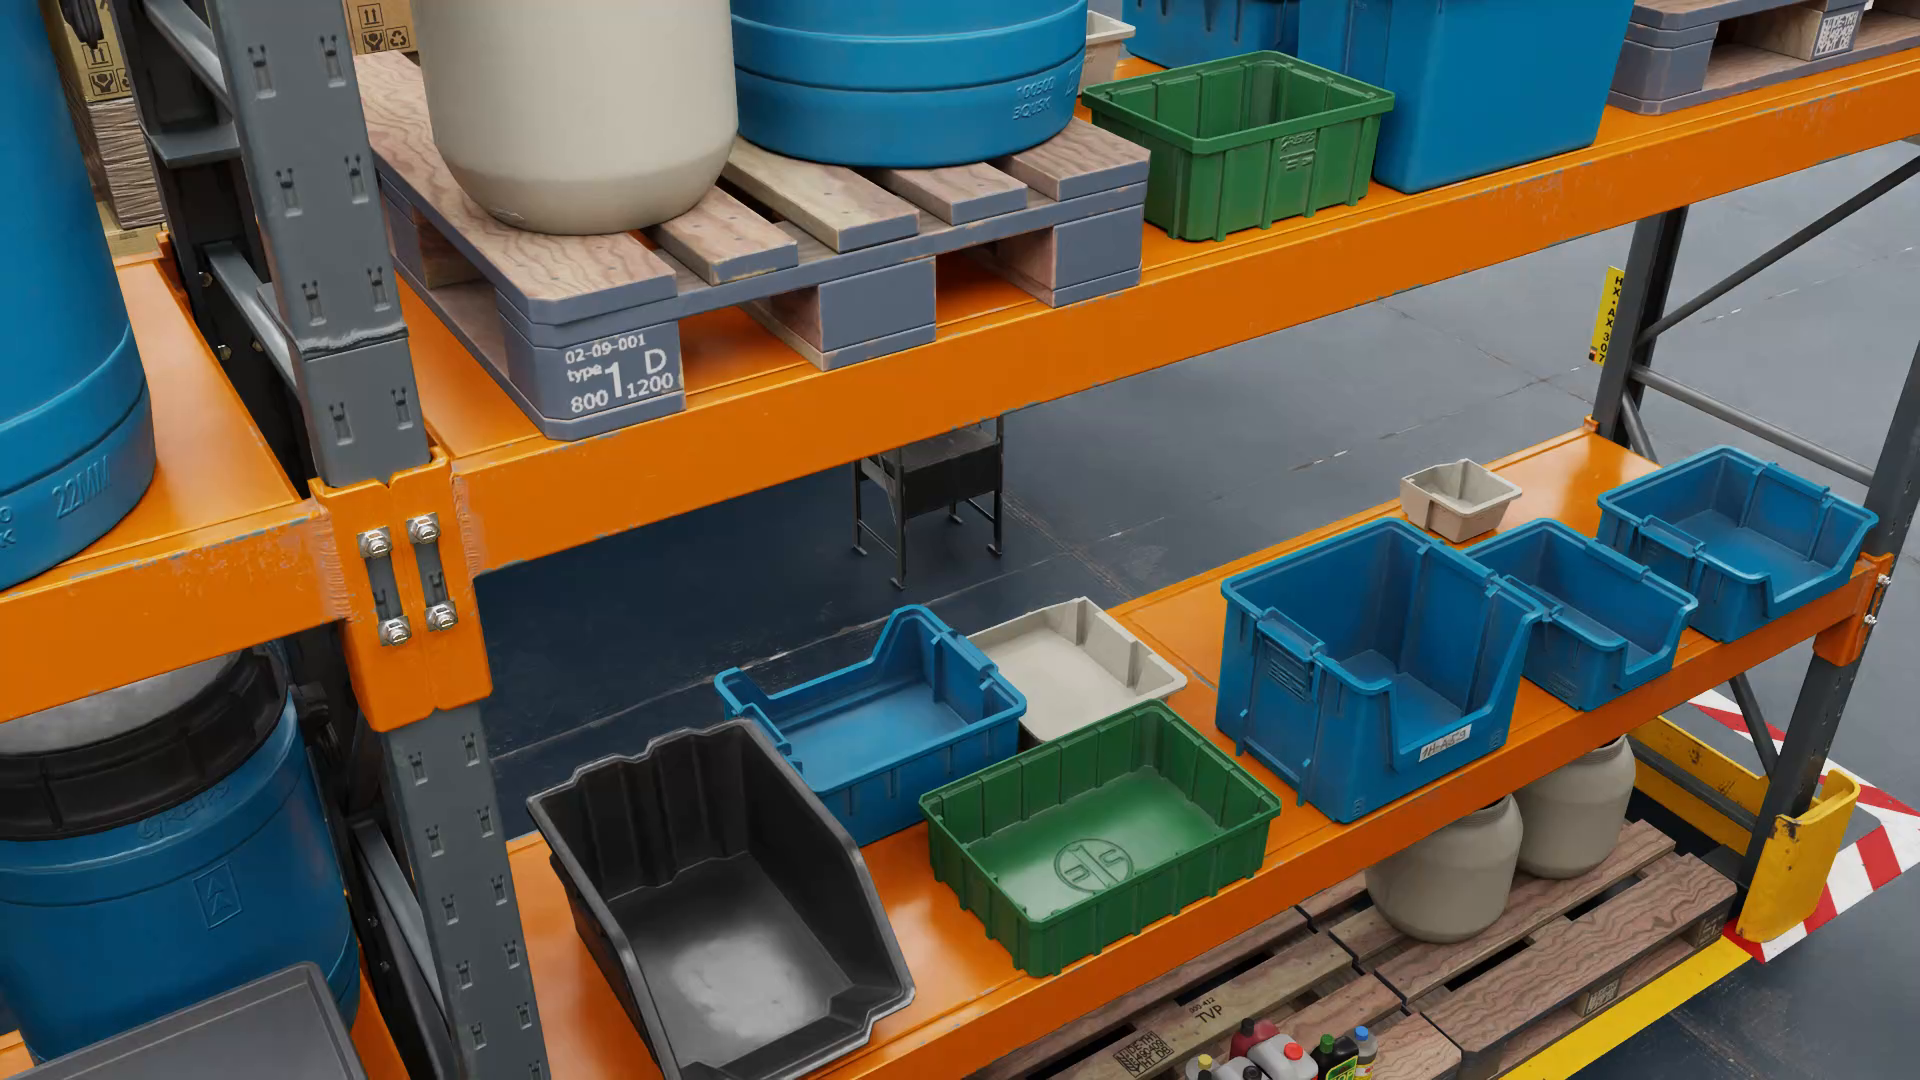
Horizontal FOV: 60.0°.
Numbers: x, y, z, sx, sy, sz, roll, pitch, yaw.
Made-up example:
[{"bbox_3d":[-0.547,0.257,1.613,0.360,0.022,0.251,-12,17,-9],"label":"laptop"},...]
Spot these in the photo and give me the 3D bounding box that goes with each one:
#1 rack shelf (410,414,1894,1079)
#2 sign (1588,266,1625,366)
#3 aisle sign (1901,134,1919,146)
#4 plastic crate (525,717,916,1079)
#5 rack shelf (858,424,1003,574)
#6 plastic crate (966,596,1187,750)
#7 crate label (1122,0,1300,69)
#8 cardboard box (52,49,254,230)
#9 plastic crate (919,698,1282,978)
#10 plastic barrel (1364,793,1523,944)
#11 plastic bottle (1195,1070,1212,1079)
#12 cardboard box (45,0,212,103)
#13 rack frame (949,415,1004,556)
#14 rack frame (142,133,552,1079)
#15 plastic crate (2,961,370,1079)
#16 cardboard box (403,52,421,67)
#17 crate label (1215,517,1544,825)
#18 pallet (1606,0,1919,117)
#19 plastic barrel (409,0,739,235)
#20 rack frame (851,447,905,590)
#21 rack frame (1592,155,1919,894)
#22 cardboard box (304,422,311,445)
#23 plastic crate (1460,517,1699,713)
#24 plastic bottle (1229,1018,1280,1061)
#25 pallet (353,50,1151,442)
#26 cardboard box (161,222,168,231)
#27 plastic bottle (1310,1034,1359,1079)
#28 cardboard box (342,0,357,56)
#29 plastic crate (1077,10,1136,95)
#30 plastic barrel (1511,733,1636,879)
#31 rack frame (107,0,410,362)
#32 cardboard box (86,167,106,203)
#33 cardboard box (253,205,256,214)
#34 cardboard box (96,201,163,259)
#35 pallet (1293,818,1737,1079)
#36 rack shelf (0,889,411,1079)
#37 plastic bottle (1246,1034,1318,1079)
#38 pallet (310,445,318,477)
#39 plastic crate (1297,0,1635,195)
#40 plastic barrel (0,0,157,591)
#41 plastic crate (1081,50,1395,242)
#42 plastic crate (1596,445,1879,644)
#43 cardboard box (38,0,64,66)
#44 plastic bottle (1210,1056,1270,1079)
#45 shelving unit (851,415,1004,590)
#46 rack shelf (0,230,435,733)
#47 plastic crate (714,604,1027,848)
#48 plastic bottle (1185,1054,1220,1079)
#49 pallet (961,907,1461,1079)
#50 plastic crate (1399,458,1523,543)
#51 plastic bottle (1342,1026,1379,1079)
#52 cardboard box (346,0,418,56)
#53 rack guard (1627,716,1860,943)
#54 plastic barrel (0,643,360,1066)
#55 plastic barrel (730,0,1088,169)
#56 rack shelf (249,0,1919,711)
[{"bbox_3d":[0.689,0.542,4.253,4.000,0.370,1.077,-19,37,-27],"label":"rack shelf"},{"bbox_3d":[2.076,-0.705,5.297,0.005,0.325,0.100,-19,37,-27],"label":"sign"},{"bbox_3d":[2.591,-1.327,4.106,0.004,0.787,0.394,-19,37,-27],"label":"aisle sign"},{"bbox_3d":[-0.483,0.748,3.311,0.504,0.338,0.767,-19,37,-27],"label":"plastic crate"},{"bbox_3d":[-0.139,-0.237,6.995,0.480,0.518,0.431,-19,37,-27],"label":"rack shelf"},{"bbox_3d":[0.236,0.345,4.139,0.437,0.136,0.530,-19,37,-27],"label":"plastic crate"},{"bbox_3d":[0.618,-1.153,3.594,0.408,0.251,0.502,-19,37,-27],"label":"crate label"},{"bbox_3d":[-3.264,-1.675,6.722,0.500,0.500,0.875,-19,37,-27],"label":"cardboard box"},{"bbox_3d":[0.302,0.640,3.623,0.662,0.188,0.450,-19,37,-27],"label":"plastic crate"},{"bbox_3d":[1.437,0.904,4.944,0.421,0.512,0.421,0,32,0],"label":"plastic barrel"},{"bbox_3d":[0.584,1.472,4.176,0.185,0.351,0.144,-17,36,-25],"label":"plastic bottle"},{"bbox_3d":[-3.160,-2.012,6.318,0.500,0.500,0.500,-19,37,-27],"label":"cardboard box"},{"bbox_3d":[0.066,-0.911,6.726,0.015,2.100,0.400,-19,37,-27],"label":"rack frame"},{"bbox_3d":[-0.992,0.816,3.145,0.127,3.000,1.000,-19,37,-27],"label":"rack frame"},{"bbox_3d":[-1.233,1.066,2.688,0.583,0.464,0.402,-19,37,-27],"label":"plastic crate"},{"bbox_3d":[-2.459,-1.994,7.227,0.500,0.500,0.875,-19,37,-27],"label":"cardboard box"},{"bbox_3d":[0.970,0.298,3.933,0.616,0.435,0.502,-19,37,-27],"label":"crate label"},{"bbox_3d":[1.622,-1.334,3.918,1.213,0.211,1.003,-19,37,-27],"label":"pallet"},{"bbox_3d":[-0.524,-0.714,2.260,0.421,0.512,0.421,0,32,0],"label":"plastic barrel"},{"bbox_3d":[-0.344,-0.770,6.502,0.015,2.100,0.400,-19,37,-27],"label":"rack frame"},{"bbox_3d":[2.370,-0.340,4.978,0.127,3.000,1.000,-19,37,-27],"label":"rack frame"},{"bbox_3d":[-2.840,-0.792,7.643,0.500,0.500,0.500,-8,33,-12],"label":"cardboard box"},{"bbox_3d":[1.562,0.187,4.282,0.408,0.251,0.499,-19,37,-27],"label":"plastic crate"},{"bbox_3d":[0.779,1.363,4.411,0.133,0.283,0.061,-19,37,-27],"label":"plastic bottle"},{"bbox_3d":[-0.439,-0.625,2.795,1.003,0.211,1.213,-19,37,-27],"label":"pallet"},{"bbox_3d":[-3.115,-1.292,6.723,0.250,0.149,0.380,-19,37,-27],"label":"cardboard box"},{"bbox_3d":[0.976,1.392,4.365,0.133,0.283,0.061,-18,36,-26],"label":"plastic bottle"},{"bbox_3d":[-2.740,-2.157,6.549,0.500,0.500,0.500,-19,37,-27],"label":"cardboard box"},{"bbox_3d":[0.138,-0.986,3.438,0.396,0.136,0.243,-19,37,-27],"label":"plastic crate"},{"bbox_3d":[1.858,0.759,5.174,0.421,0.512,0.421,0,32,0],"label":"plastic barrel"},{"bbox_3d":[-0.992,-1.721,1.544,0.127,3.000,1.000,-19,37,-27],"label":"rack frame"},{"bbox_3d":[-3.654,-1.493,7.040,0.250,0.149,0.380,-19,37,-27],"label":"cardboard box"},{"bbox_3d":[-2.920,-1.377,6.857,0.250,0.149,0.380,-19,37,-27],"label":"cardboard box"},{"bbox_3d":[-3.332,-1.226,6.618,0.250,0.149,0.380,-19,37,-27],"label":"cardboard box"},{"bbox_3d":[1.646,1.115,5.285,1.213,0.211,1.003,-19,37,-27],"label":"pallet"},{"bbox_3d":[-2.673,1.698,2.420,4.000,0.370,1.077,-19,37,-27],"label":"rack shelf"},{"bbox_3d":[0.837,1.414,4.338,0.135,0.276,0.152,-19,37,-27],"label":"plastic bottle"},{"bbox_3d":[-3.130,-0.436,7.743,1.213,0.211,1.003,-19,37,-27],"label":"pallet"},{"bbox_3d":[0.930,-0.916,3.094,0.575,0.384,0.392,-19,37,-27],"label":"plastic crate"},{"bbox_3d":[-1.302,-0.420,1.823,0.708,0.901,0.600,-19,37,-27],"label":"plastic barrel"},{"bbox_3d":[0.482,-0.697,2.931,0.450,0.188,0.336,-19,37,-27],"label":"plastic crate"},{"bbox_3d":[2.111,0.002,4.575,0.616,0.251,0.499,-19,37,-27],"label":"plastic crate"},{"bbox_3d":[-3.446,-2.249,6.695,0.500,0.500,0.500,-19,37,-27],"label":"cardboard box"},{"bbox_3d":[0.721,1.454,4.274,0.135,0.276,0.152,-20,37,-29],"label":"plastic bottle"},{"bbox_3d":[-0.139,-0.840,6.614,0.503,2.100,0.431,-19,37,-27],"label":"shelving unit"},{"bbox_3d":[-2.673,0.430,1.620,4.000,0.370,1.077,-19,37,-27],"label":"rack shelf"},{"bbox_3d":[-0.209,0.437,3.885,0.616,0.251,0.499,-19,37,-27],"label":"plastic crate"},{"bbox_3d":[0.637,1.435,4.374,0.097,0.201,0.097,0,32,0],"label":"plastic bottle"},{"bbox_3d":[0.621,1.465,4.729,1.213,0.211,1.003,-19,37,-27],"label":"pallet"},{"bbox_3d":[1.443,-0.114,4.867,0.250,0.136,0.298,-19,37,-27],"label":"plastic crate"},{"bbox_3d":[1.064,1.385,4.454,0.097,0.201,0.097,0,32,0],"label":"plastic bottle"},{"bbox_3d":[-2.320,-2.302,6.777,0.500,0.500,0.500,-19,37,-27],"label":"cardboard box"},{"bbox_3d":[2.332,0.760,5.576,0.348,0.500,1.175,-19,37,-27],"label":"rack guard"},{"bbox_3d":[-1.481,0.580,3.049,0.708,0.901,0.600,-19,37,-27],"label":"plastic barrel"},{"bbox_3d":[-0.097,-1.082,2.479,0.708,0.901,0.600,-19,37,-27],"label":"plastic barrel"},{"bbox_3d":[0.689,-0.726,3.453,4.000,0.370,1.077,-19,37,-27],"label":"rack shelf"}]
